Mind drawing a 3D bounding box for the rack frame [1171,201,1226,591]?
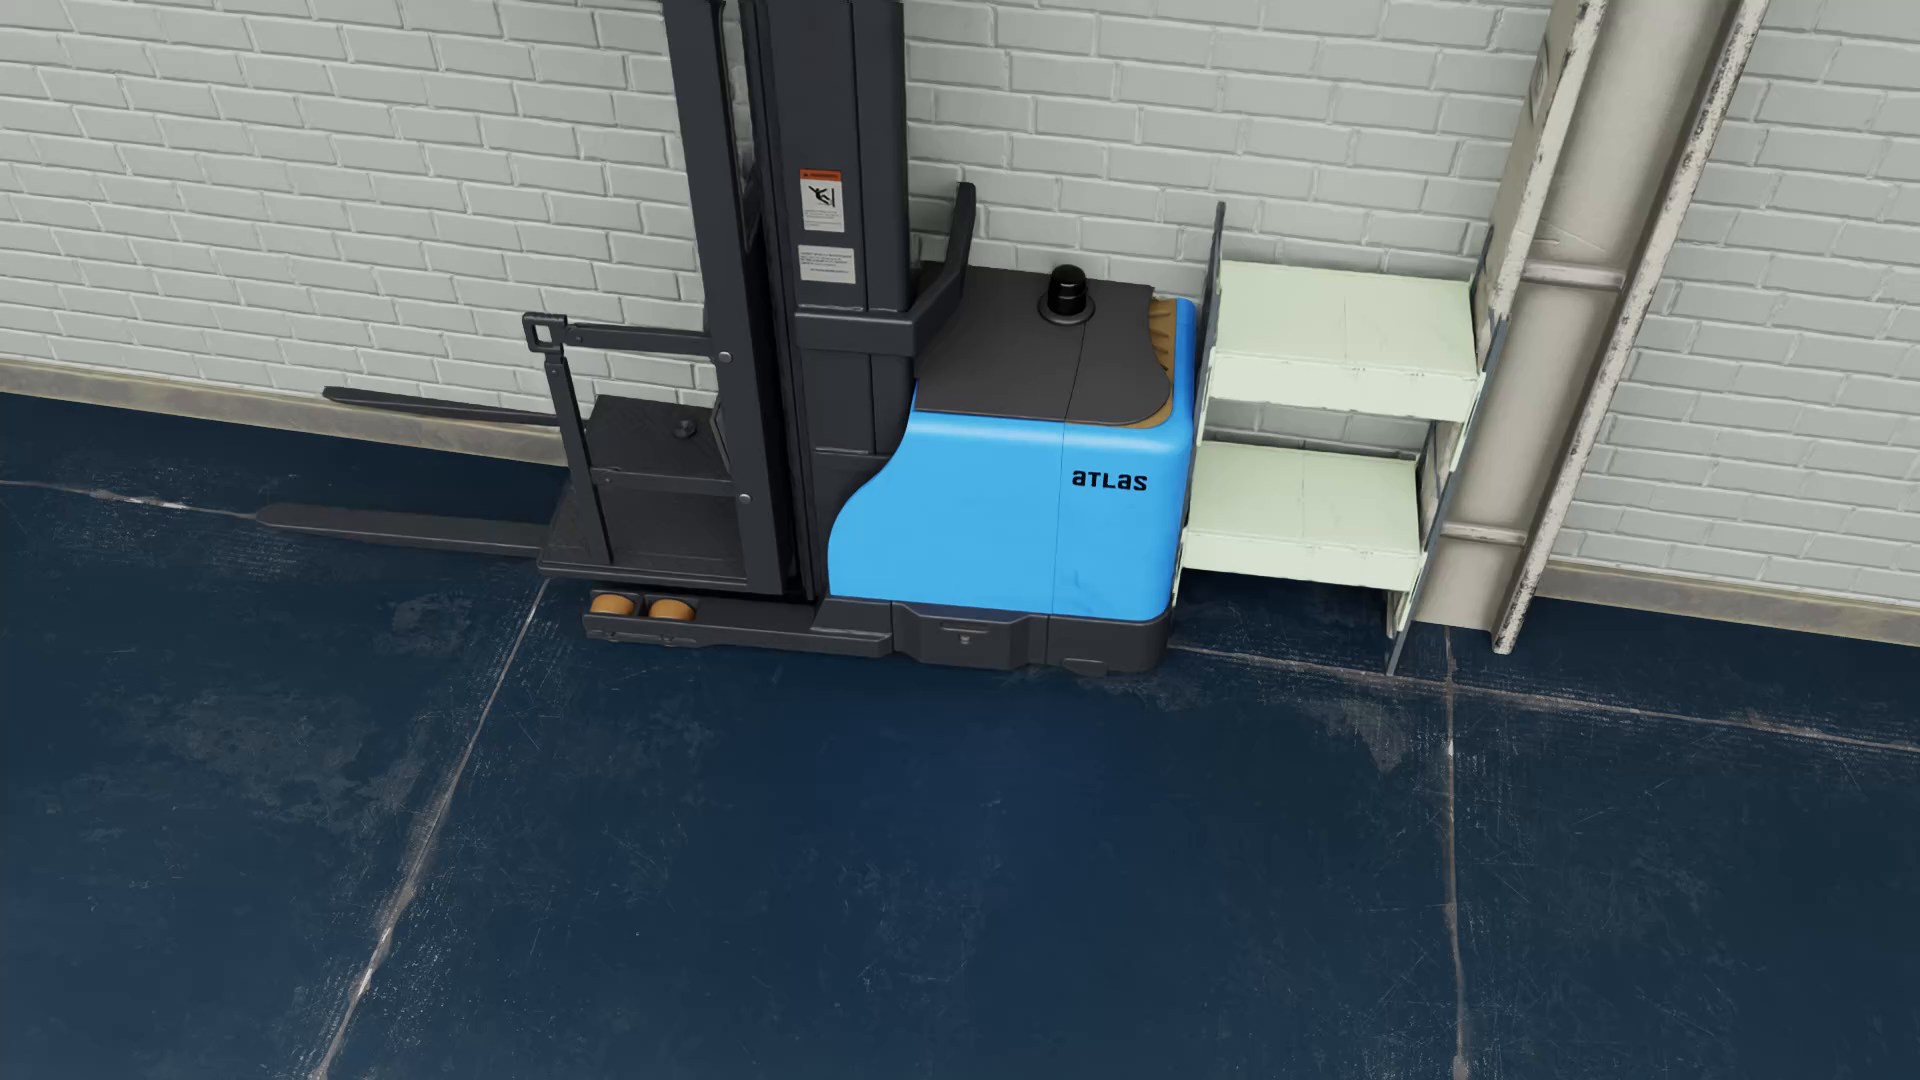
[{"bbox_3d":[0.687,-0.283,4.988,0.023,1.500,0.400,6,49,5],"label":"rack frame"}]

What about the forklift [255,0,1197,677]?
[{"bbox_3d":[-0.797,-1.016,4.693,3.031,2.935,1.130,5,48,4],"label":"forklift"}]

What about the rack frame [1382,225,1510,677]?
[{"bbox_3d":[1.412,-0.206,4.924,0.023,1.500,0.400,6,49,5],"label":"rack frame"}]

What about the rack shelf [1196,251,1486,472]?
[{"bbox_3d":[1.052,-0.503,4.664,0.720,0.370,0.431,6,49,5],"label":"rack shelf"}]

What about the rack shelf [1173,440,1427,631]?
[{"bbox_3d":[1.048,-0.028,5.200,0.720,0.370,0.431,6,49,5],"label":"rack shelf"}]

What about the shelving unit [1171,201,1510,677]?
[{"bbox_3d":[1.050,-0.244,4.956,0.755,1.500,0.431,6,49,5],"label":"shelving unit"}]
